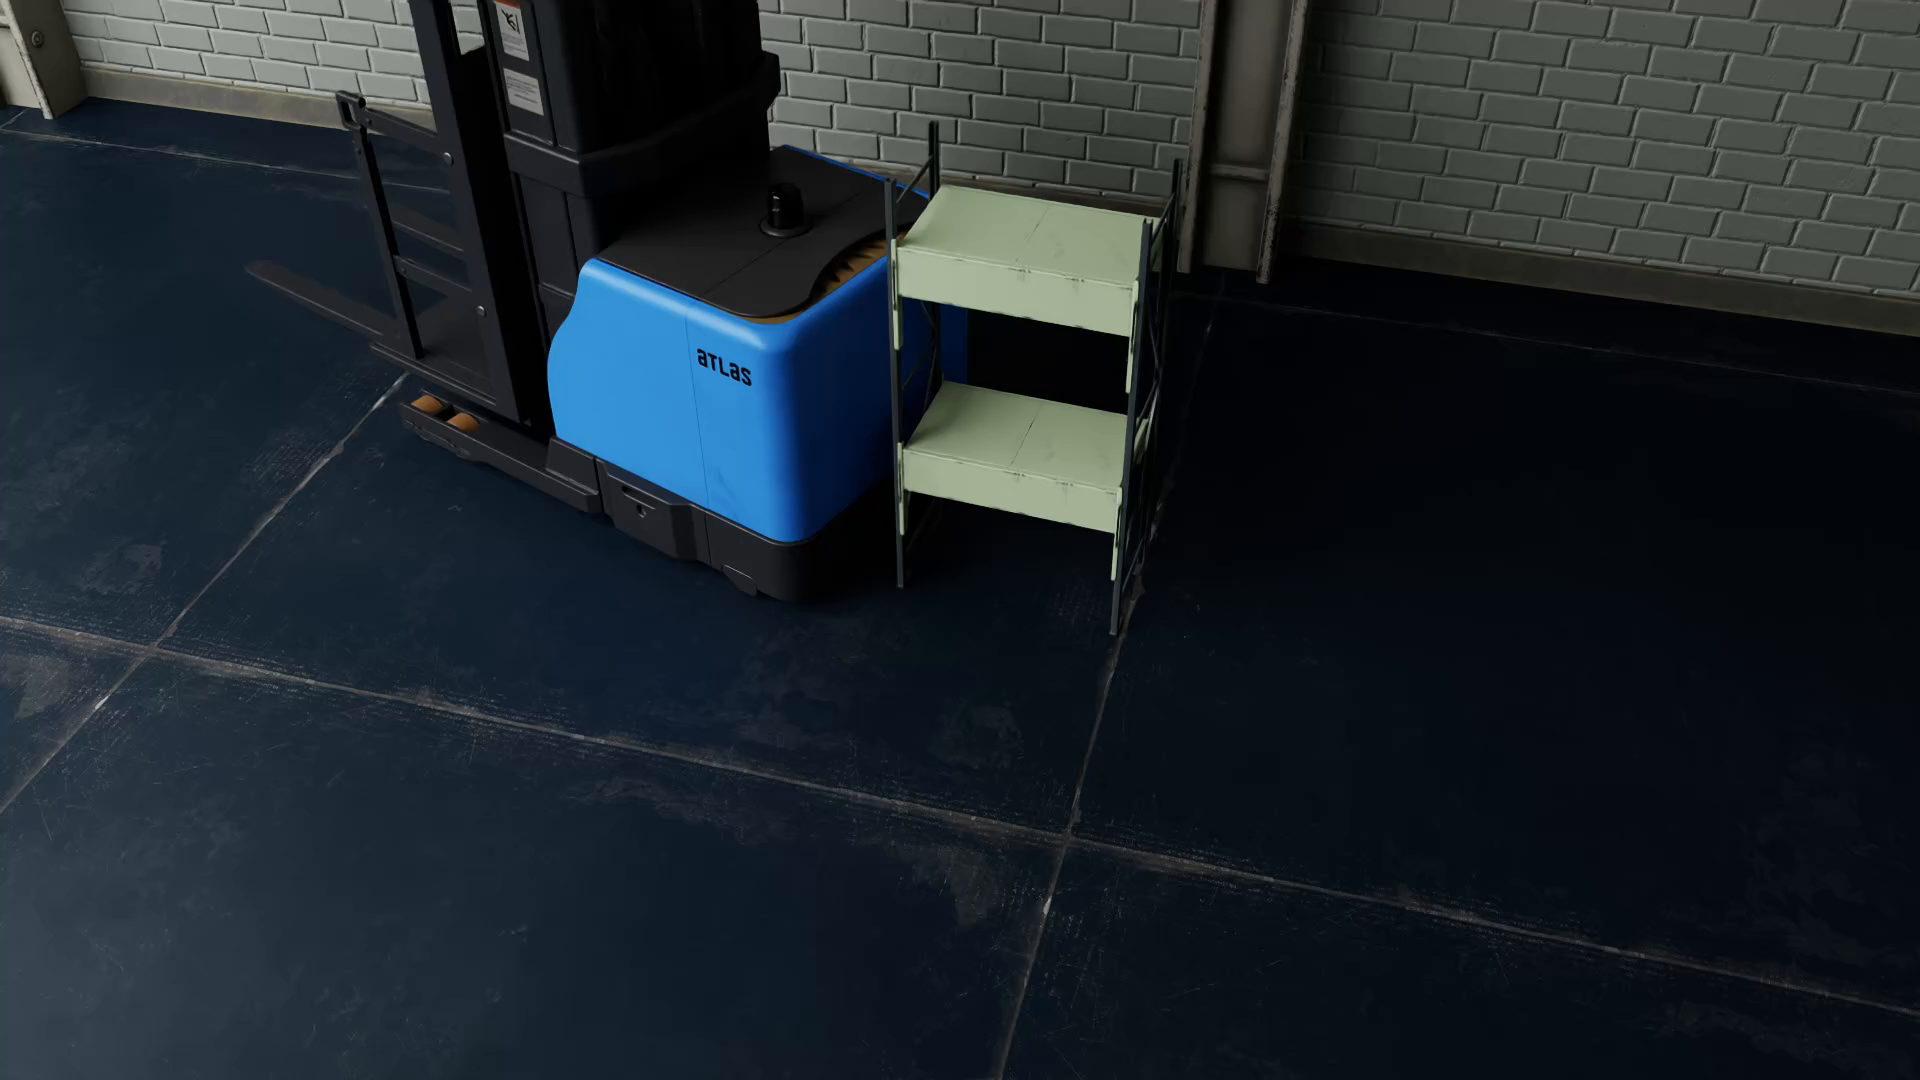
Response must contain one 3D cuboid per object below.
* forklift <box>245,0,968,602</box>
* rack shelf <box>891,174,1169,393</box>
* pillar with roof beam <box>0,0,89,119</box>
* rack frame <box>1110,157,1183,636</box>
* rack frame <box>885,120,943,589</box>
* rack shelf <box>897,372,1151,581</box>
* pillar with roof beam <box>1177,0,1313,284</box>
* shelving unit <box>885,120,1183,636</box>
[{"bbox_3d":[-1.458,-1.673,5.463,3.031,2.935,1.130,24,46,26],"label":"forklift"},{"bbox_3d":[0.211,-0.760,4.882,0.720,0.370,0.431,12,42,14],"label":"rack shelf"},{"bbox_3d":[-5.750,-2.981,2.302,0.400,9.000,9.100,10,41,11],"label":"pillar with roof beam"},{"bbox_3d":[0.559,-0.386,5.044,0.023,1.500,0.400,12,42,14],"label":"rack frame"},{"bbox_3d":[-0.136,-0.536,5.222,0.023,1.500,0.400,12,42,14],"label":"rack frame"},{"bbox_3d":[0.211,-0.211,5.342,0.720,0.370,0.431,12,42,14],"label":"rack shelf"},{"bbox_3d":[0.046,-1.983,1.114,0.400,9.000,9.100,10,41,11],"label":"pillar with roof beam"},{"bbox_3d":[0.211,-0.461,5.133,0.755,1.500,0.431,12,42,14],"label":"shelving unit"}]
